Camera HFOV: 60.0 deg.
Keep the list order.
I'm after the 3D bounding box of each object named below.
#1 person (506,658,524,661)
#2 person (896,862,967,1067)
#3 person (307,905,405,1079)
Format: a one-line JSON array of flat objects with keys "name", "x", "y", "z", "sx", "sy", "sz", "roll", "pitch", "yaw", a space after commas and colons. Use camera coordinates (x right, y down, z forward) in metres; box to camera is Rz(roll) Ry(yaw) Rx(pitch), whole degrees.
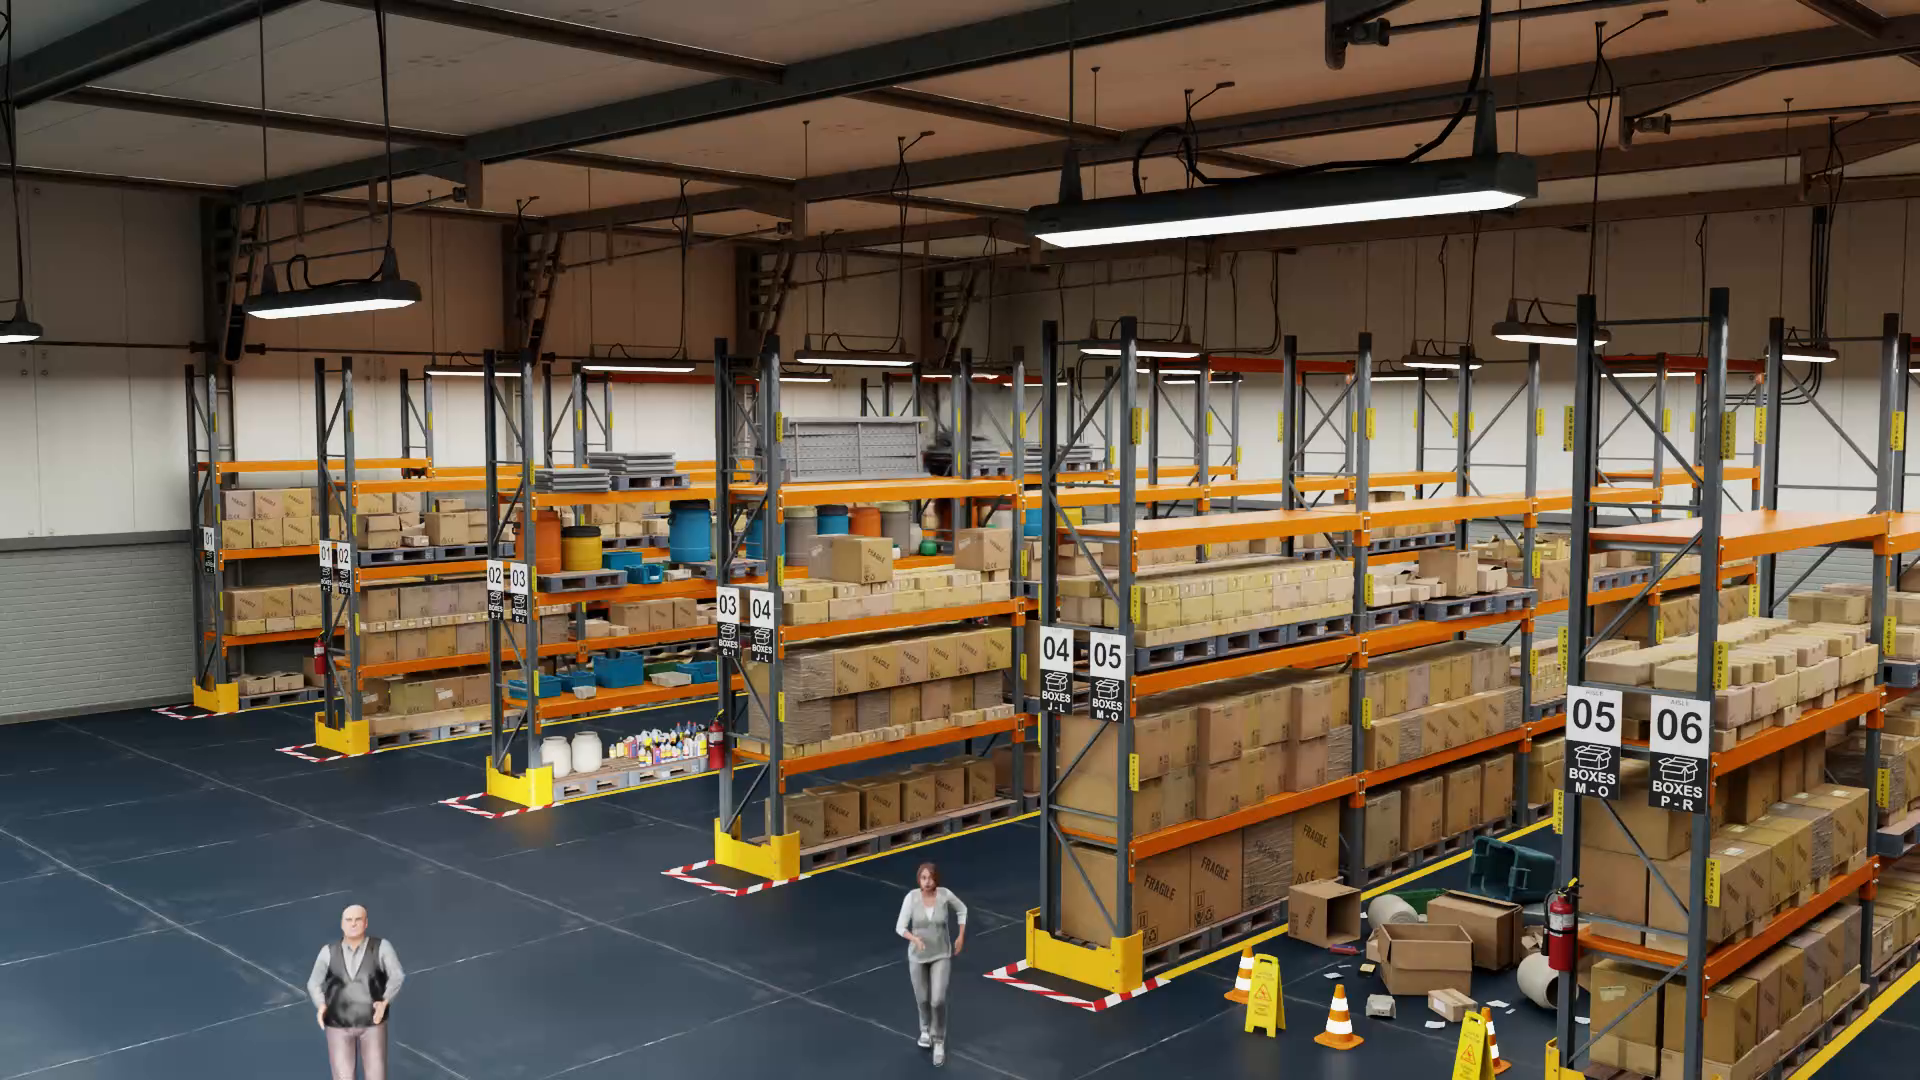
[{"name": "person", "x": -7.917, "y": 2.035, "z": 29.622, "sx": 0.660, "sy": 1.760, "sz": 0.722, "roll": 3, "pitch": 5, "yaw": 30}, {"name": "person", "x": -0.228, "y": 3.357, "z": 13.238, "sx": 0.551, "sy": 1.625, "sz": 0.685, "roll": 0, "pitch": 4, "yaw": 4}, {"name": "person", "x": -4.293, "y": 3.423, "z": 11.828, "sx": 0.659, "sy": 1.671, "sz": 0.614, "roll": -1, "pitch": 5, "yaw": -15}]
